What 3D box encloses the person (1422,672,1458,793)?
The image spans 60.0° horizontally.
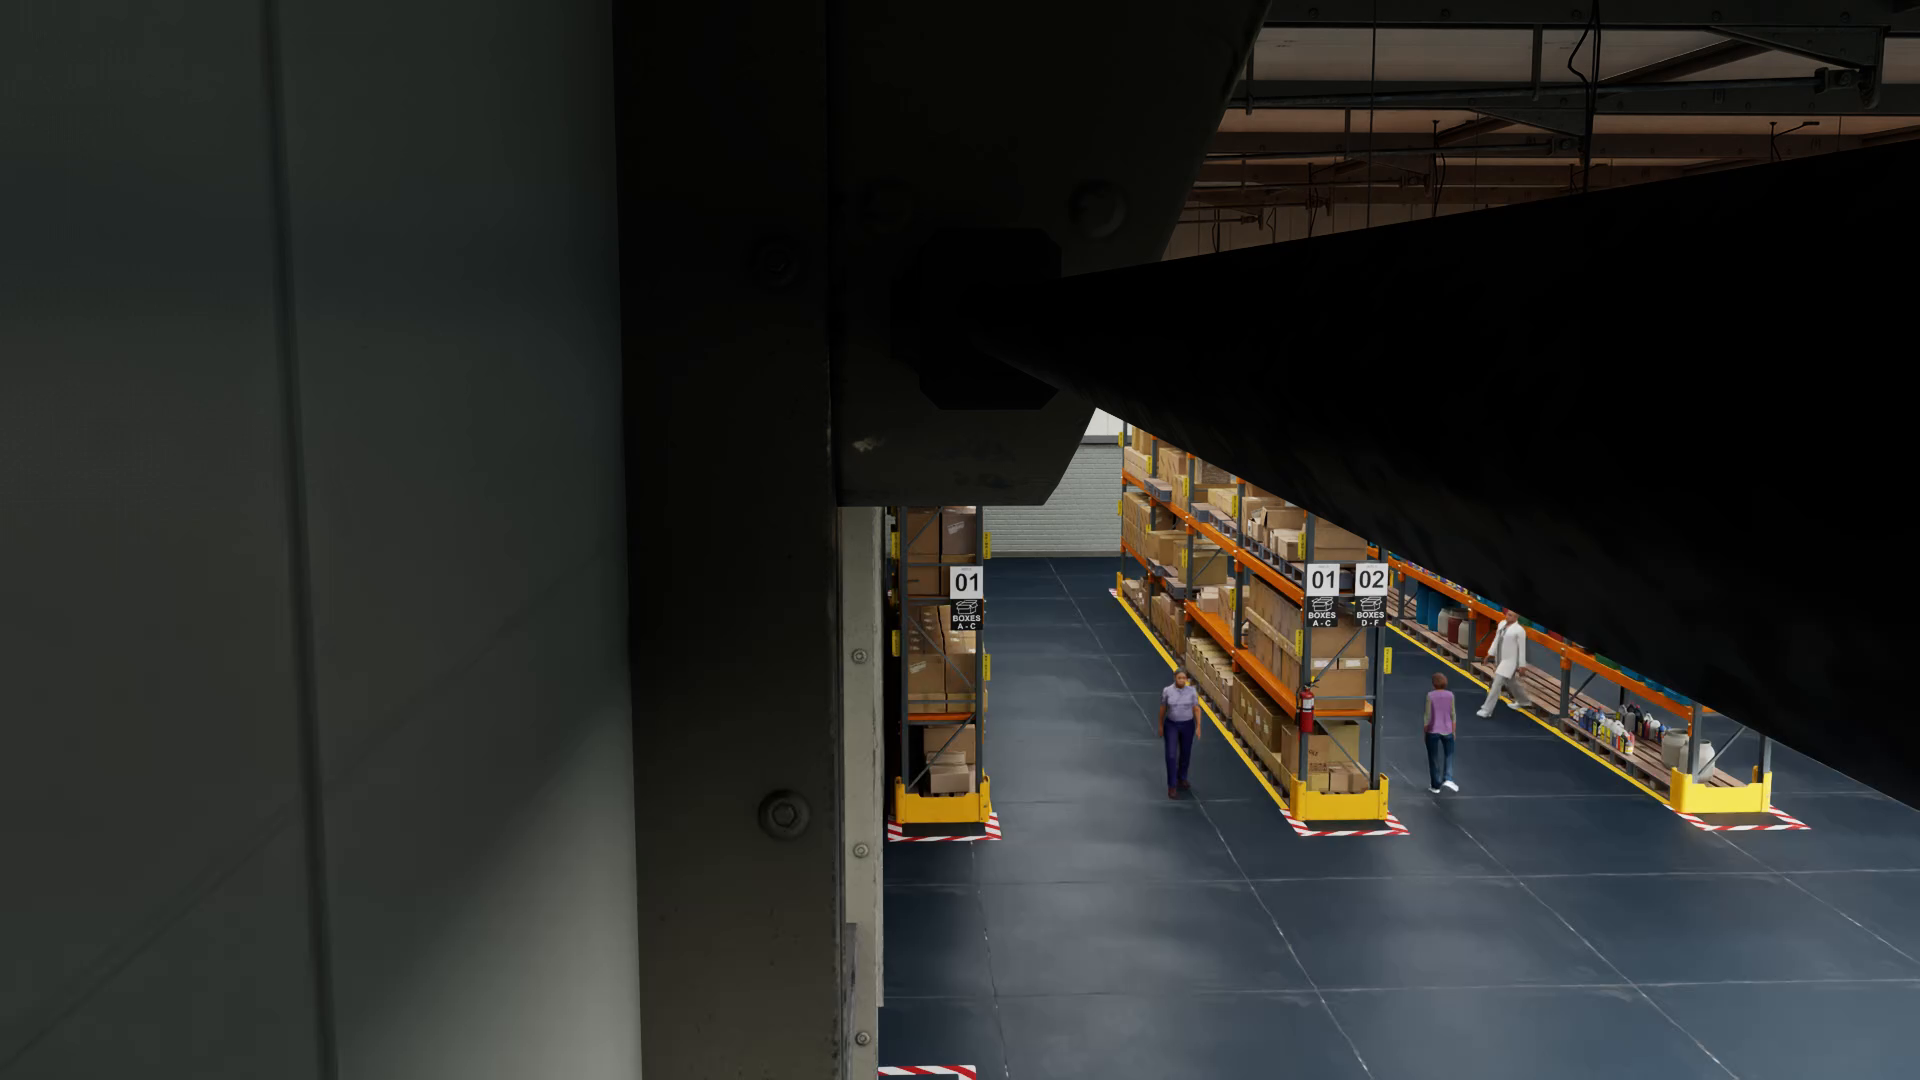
[{"bbox_3d":[6.247,2.521,21.622,0.462,1.596,0.480,0,8,2],"label":"person"}]

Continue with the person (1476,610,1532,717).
[{"bbox_3d":[8.434,1.864,25.694,1.120,1.723,0.656,-3,9,-20],"label":"person"}]

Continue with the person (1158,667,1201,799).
[{"bbox_3d":[2.876,2.488,21.712,0.534,1.669,0.652,0,8,-1],"label":"person"}]
